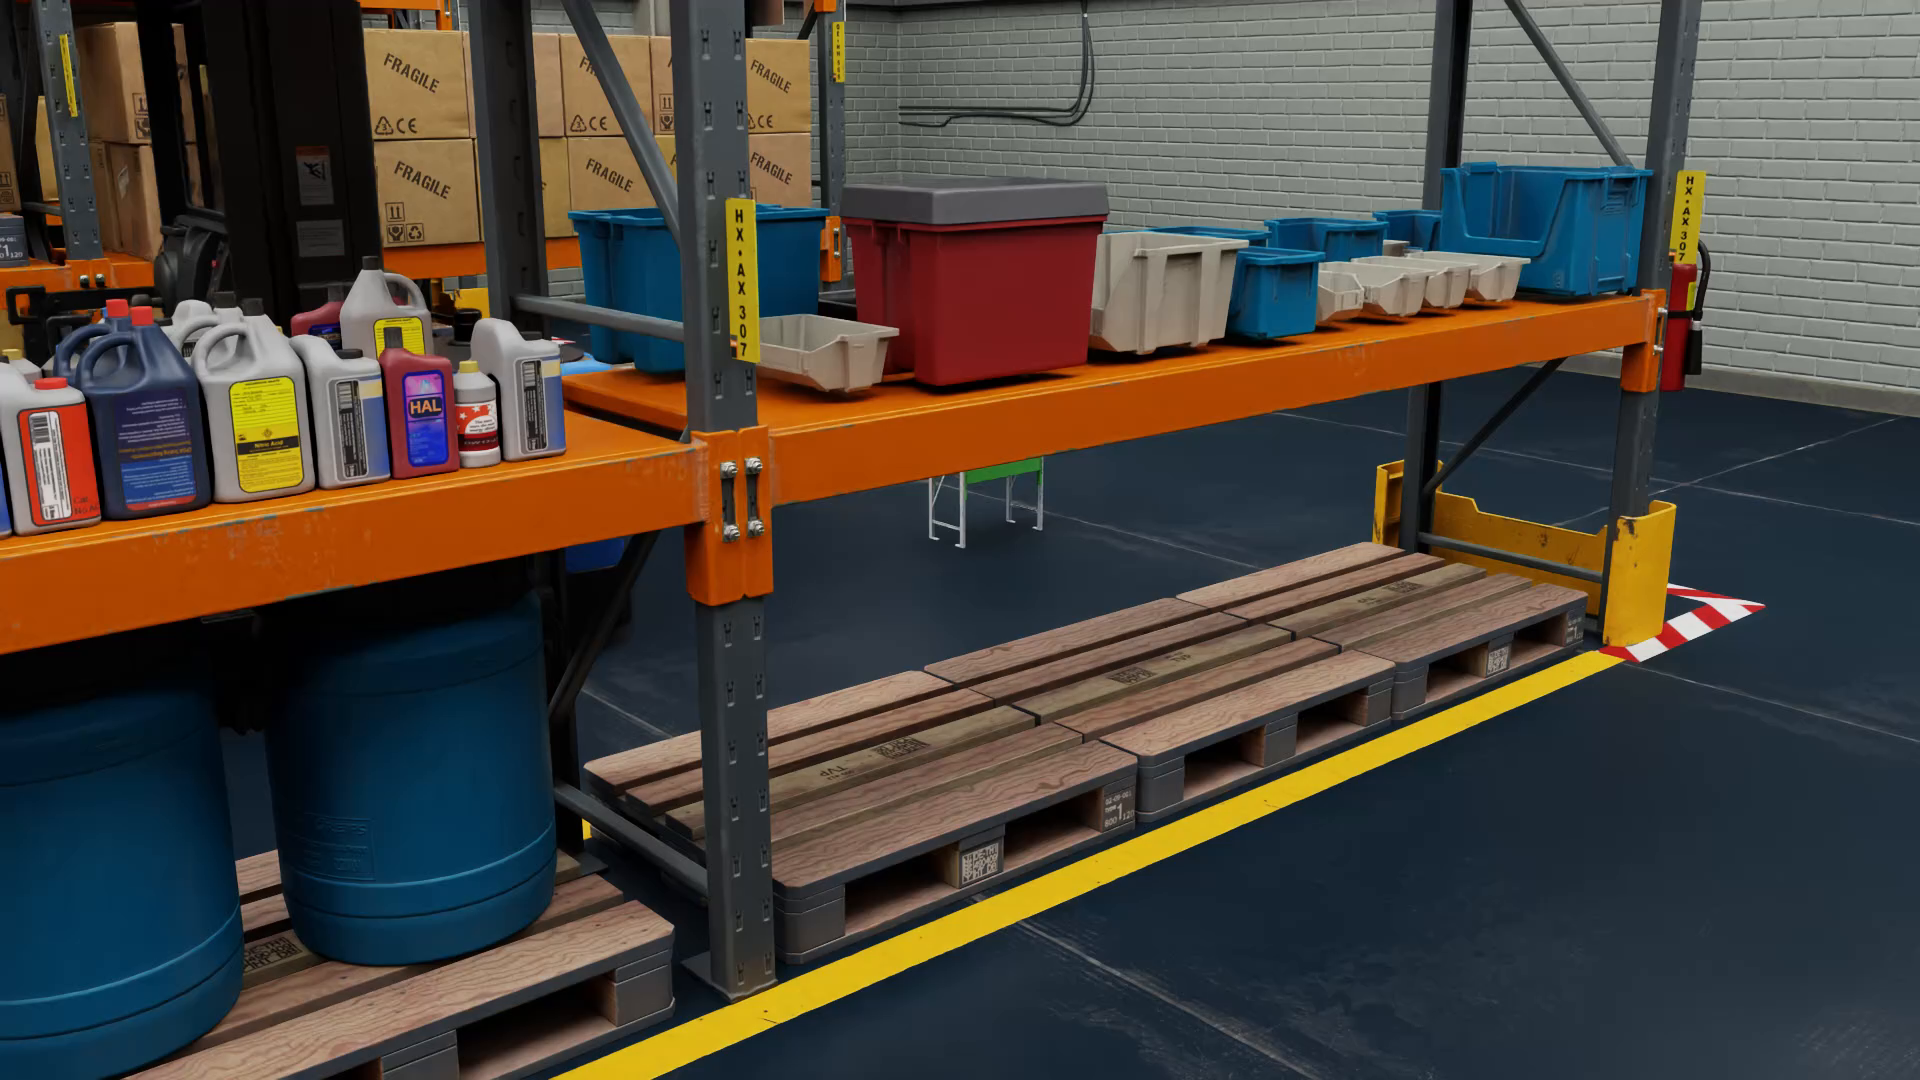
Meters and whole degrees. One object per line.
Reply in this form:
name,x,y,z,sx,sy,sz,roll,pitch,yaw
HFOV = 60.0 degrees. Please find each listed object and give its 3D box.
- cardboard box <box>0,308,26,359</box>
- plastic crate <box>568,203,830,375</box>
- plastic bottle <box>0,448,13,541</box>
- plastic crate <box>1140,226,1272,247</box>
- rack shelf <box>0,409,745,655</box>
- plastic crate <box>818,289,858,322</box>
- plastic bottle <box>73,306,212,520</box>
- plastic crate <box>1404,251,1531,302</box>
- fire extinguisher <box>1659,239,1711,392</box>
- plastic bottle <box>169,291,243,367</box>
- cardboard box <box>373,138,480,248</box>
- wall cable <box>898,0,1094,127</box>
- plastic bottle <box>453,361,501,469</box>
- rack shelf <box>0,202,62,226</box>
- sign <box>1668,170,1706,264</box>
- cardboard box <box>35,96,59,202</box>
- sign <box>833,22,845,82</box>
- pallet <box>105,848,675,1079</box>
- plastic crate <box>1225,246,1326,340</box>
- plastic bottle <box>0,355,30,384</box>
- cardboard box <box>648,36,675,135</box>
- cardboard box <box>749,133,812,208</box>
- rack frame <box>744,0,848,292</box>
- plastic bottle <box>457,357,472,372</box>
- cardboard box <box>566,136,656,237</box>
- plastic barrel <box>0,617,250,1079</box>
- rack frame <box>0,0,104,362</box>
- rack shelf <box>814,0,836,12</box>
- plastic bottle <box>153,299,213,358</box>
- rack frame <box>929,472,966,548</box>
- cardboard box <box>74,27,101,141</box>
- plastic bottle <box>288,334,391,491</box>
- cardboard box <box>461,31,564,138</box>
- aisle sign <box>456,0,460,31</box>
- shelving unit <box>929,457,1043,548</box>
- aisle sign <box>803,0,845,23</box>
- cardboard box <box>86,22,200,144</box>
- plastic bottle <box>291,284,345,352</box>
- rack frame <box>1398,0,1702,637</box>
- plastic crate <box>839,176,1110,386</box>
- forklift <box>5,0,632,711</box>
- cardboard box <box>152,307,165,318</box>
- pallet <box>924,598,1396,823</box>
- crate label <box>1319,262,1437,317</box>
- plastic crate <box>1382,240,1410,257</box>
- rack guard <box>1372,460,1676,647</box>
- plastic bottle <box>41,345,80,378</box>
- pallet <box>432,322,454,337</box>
cardboard box,-6.671,-1.529,11.692,0.500,0.500,0.700,-12,19,-39
plastic crate,-0.671,-0.665,4.343,0.575,0.384,0.392,-13,19,-39
plastic bottle,-1.642,-0.139,2.698,0.135,0.276,0.152,-13,19,-39
plastic crate,0.823,-0.924,5.603,0.300,0.233,0.416,-13,19,-39
rack shelf,-2.308,0.188,2.628,4.000,0.370,1.077,-13,19,-39
plastic crate,-0.131,-0.637,4.737,0.590,0.125,0.437,-13,19,-39
plastic bottle,-1.417,-0.224,2.872,0.185,0.351,0.144,-13,19,-39
plastic crate,1.722,-0.904,5.718,0.243,0.136,0.396,-13,19,-39
fire extinguisher,2.630,-0.896,6.163,0.183,0.674,0.296,-13,19,-39
plastic bottle,-1.372,-0.283,3.094,0.185,0.351,0.144,-13,19,-39
cardboard box,-2.721,-1.717,8.171,0.500,0.500,0.500,-13,20,-40
wall cable,0.216,-5.392,16.514,0.112,2.526,3.097,-13,19,-39
plastic bottle,-0.954,-0.248,3.251,0.097,0.201,0.097,0,15,0
rack shelf,-5.794,-2.419,12.386,4.000,0.370,1.077,-13,19,-39
sign,2.592,-1.151,5.929,0.005,0.325,0.100,-13,19,-39
cardboard box,-6.328,-2.783,11.777,0.700,0.700,0.980,-13,20,-41
sign,-0.681,-2.742,9.346,0.005,0.325,0.100,-13,19,-39
pallet,-1.409,0.971,3.705,1.213,0.211,1.003,-13,19,-39
plastic crate,0.837,-0.726,4.865,0.300,0.233,0.416,-13,19,-39
plastic bottle,-1.636,-0.181,2.863,0.097,0.271,0.097,0,15,0
cardboard box,-1.566,-2.458,9.008,0.500,0.500,0.500,-12,19,-38
cardboard box,-1.190,-2.061,9.458,0.500,0.500,0.500,-12,19,-38
rack frame,-1.030,-2.141,9.953,0.127,3.000,1.000,-13,19,-39
plastic bottle,-0.980,-0.294,3.423,0.097,0.201,0.097,0,15,0
cardboard box,-1.959,-1.889,8.814,0.500,0.500,0.500,-12,19,-39
plastic barrel,-1.755,0.521,3.239,0.708,0.901,0.600,-13,19,-39
rack frame,-4.048,-1.464,7.417,0.127,3.000,1.000,-13,19,-39
rack shelf,-2.539,-2.904,8.391,4.000,0.370,1.077,-13,19,-39
plastic bottle,-1.674,-0.372,3.572,0.135,0.276,0.152,-13,19,-39
rack frame,-0.059,-0.566,7.545,0.015,1.200,0.240,-13,19,-39
cardboard box,-3.836,-2.131,7.784,0.500,0.500,0.500,-13,19,-39
plastic bottle,-1.160,-0.247,3.103,0.135,0.276,0.152,-13,19,-39
cardboard box,-2.342,-2.282,8.350,0.500,0.500,0.500,-12,19,-38
aisle sign,-4.034,-4.315,13.053,0.004,0.787,0.394,-13,19,-39
shelving unit,0.125,-0.608,7.700,0.503,1.200,0.258,-13,19,-39
aisle sign,-0.778,-3.349,9.438,0.004,0.787,0.394,-13,19,-39
cardboard box,-3.508,-2.020,7.368,0.500,0.500,0.500,-12,19,-38
plastic bottle,-1.456,-0.441,3.813,0.133,0.283,0.061,-13,19,-39
rack frame,2.218,-1.176,6.341,0.127,3.000,1.000,-13,19,-39
plastic crate,0.039,-0.661,4.171,0.583,0.464,0.402,-13,19,-39
forklift,-2.745,-0.917,5.504,3.031,2.935,1.130,-10,18,-34
cardboard box,-5.901,-1.700,12.333,0.500,0.500,0.700,-12,19,-38
pallet,0.651,0.509,5.436,1.213,0.211,1.003,-13,19,-39
crate label,1.300,-0.806,5.350,0.243,0.136,0.396,-13,19,-39
plastic crate,1.520,-1.062,6.307,0.298,0.136,0.250,-13,19,-39
rack guard,2.228,0.025,6.688,0.348,0.500,1.175,-13,19,-39
plastic bottle,-1.853,-0.306,3.466,0.097,0.201,0.097,0,15,0
pallet,-4.837,-1.607,13.357,1.213,0.211,1.003,-13,19,-39
